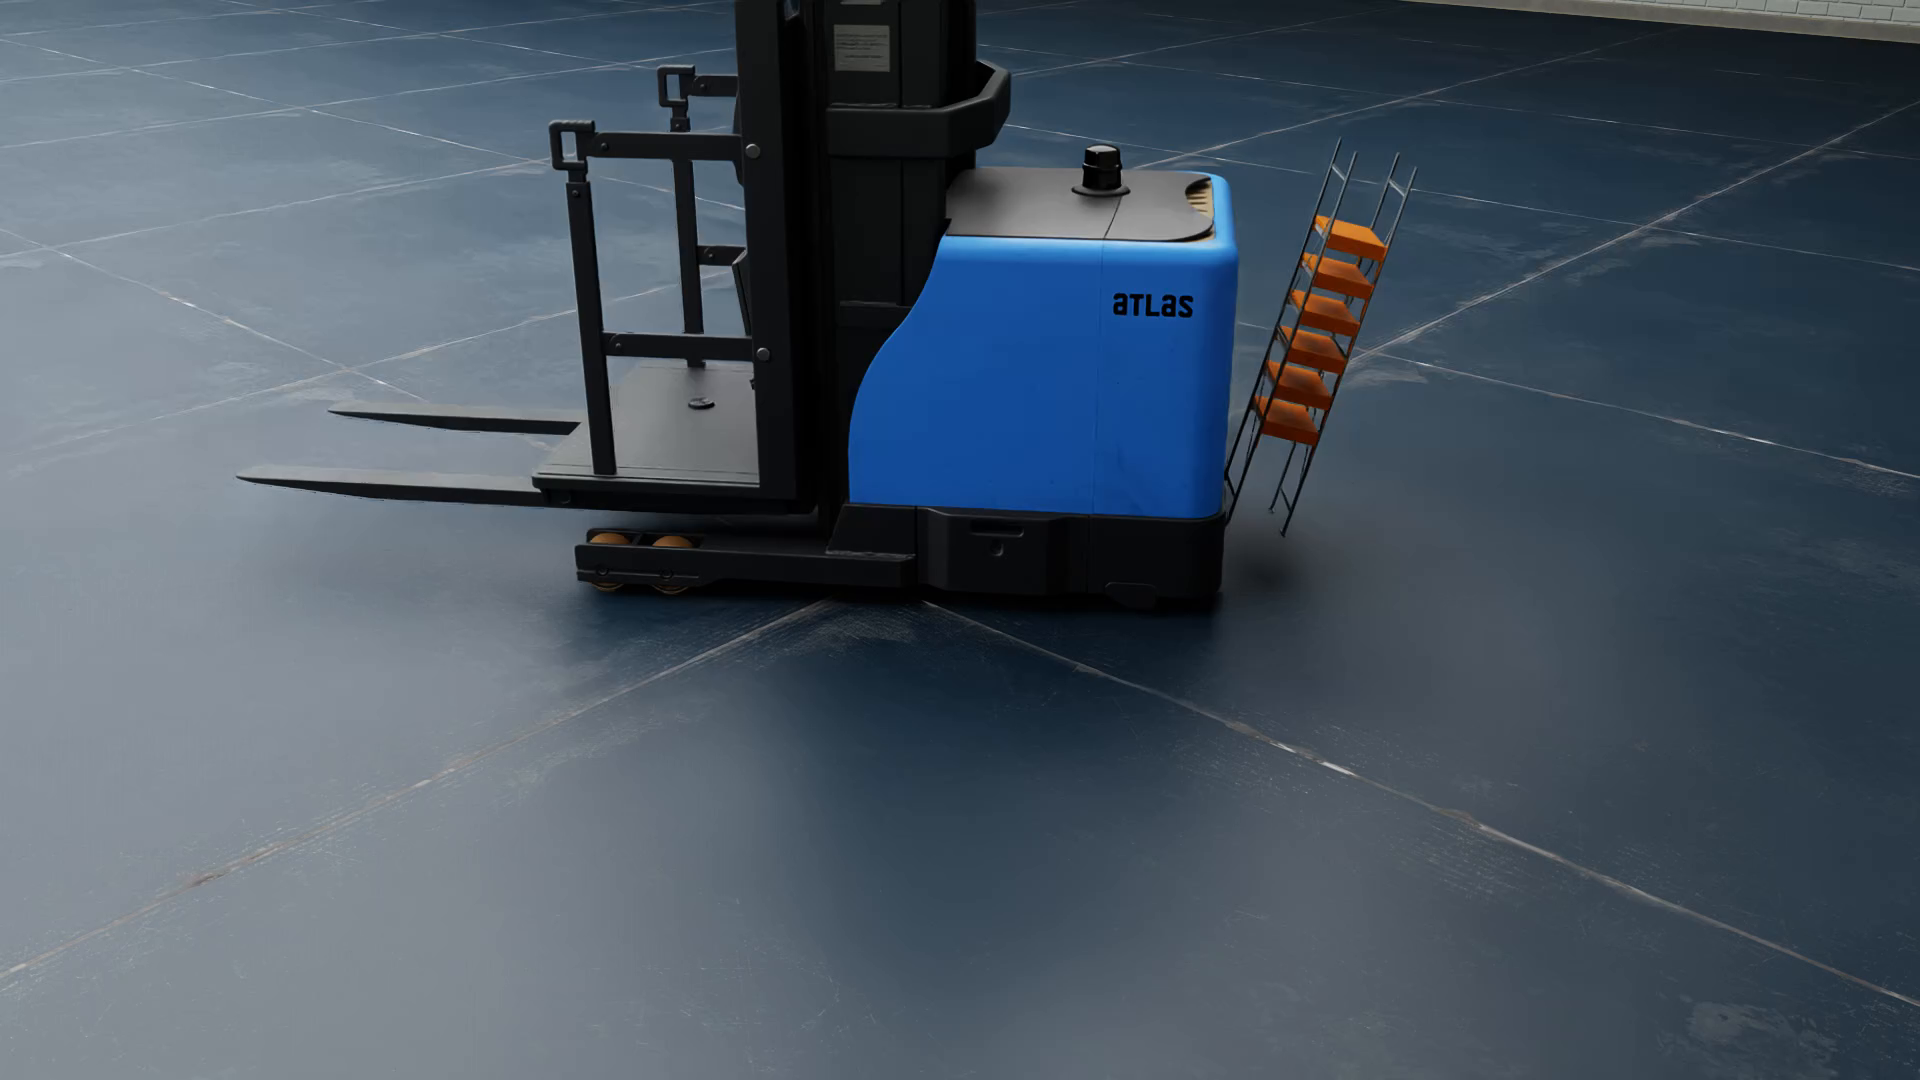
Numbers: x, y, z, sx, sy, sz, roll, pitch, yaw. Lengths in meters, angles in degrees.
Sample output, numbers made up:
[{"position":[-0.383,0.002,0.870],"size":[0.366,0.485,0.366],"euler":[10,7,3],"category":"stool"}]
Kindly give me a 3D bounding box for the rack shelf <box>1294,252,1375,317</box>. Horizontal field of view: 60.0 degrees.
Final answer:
[{"position":[1.131,-0.782,5.051],"size":[0.180,0.103,0.258],"euler":[13,24,-5],"category":"rack shelf"}]

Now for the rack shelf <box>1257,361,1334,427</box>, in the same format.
[{"position":[1.043,-0.464,5.195],"size":[0.180,0.103,0.258],"euler":[13,24,-5],"category":"rack shelf"}]

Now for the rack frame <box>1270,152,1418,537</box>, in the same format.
[{"position":[1.172,-0.588,5.137],"size":[0.006,1.200,0.240],"euler":[13,24,-5],"category":"rack frame"}]

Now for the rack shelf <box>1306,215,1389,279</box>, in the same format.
[{"position":[1.160,-0.888,5.003],"size":[0.180,0.103,0.258],"euler":[13,24,-5],"category":"rack shelf"}]

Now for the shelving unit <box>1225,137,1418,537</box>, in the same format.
[{"position":[1.083,-0.609,5.129],"size":[0.189,1.200,0.258],"euler":[13,24,-5],"category":"shelving unit"}]

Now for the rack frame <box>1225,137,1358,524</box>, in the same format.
[{"position":[0.994,-0.630,5.121],"size":[0.006,1.200,0.240],"euler":[13,24,-5],"category":"rack frame"}]

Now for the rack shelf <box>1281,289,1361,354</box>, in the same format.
[{"position":[1.102,-0.676,5.099],"size":[0.180,0.103,0.258],"euler":[13,24,-5],"category":"rack shelf"}]

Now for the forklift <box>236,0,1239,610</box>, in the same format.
[{"position":[-0.700,-1.390,4.768],"size":[3.031,2.935,1.130],"euler":[3,24,6],"category":"forklift"}]

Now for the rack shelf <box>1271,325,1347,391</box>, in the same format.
[{"position":[1.072,-0.570,5.147],"size":[0.180,0.103,0.258],"euler":[13,24,-5],"category":"rack shelf"}]

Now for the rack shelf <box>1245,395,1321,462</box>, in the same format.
[{"position":[1.013,-0.358,5.242],"size":[0.180,0.103,0.258],"euler":[13,24,-5],"category":"rack shelf"}]
